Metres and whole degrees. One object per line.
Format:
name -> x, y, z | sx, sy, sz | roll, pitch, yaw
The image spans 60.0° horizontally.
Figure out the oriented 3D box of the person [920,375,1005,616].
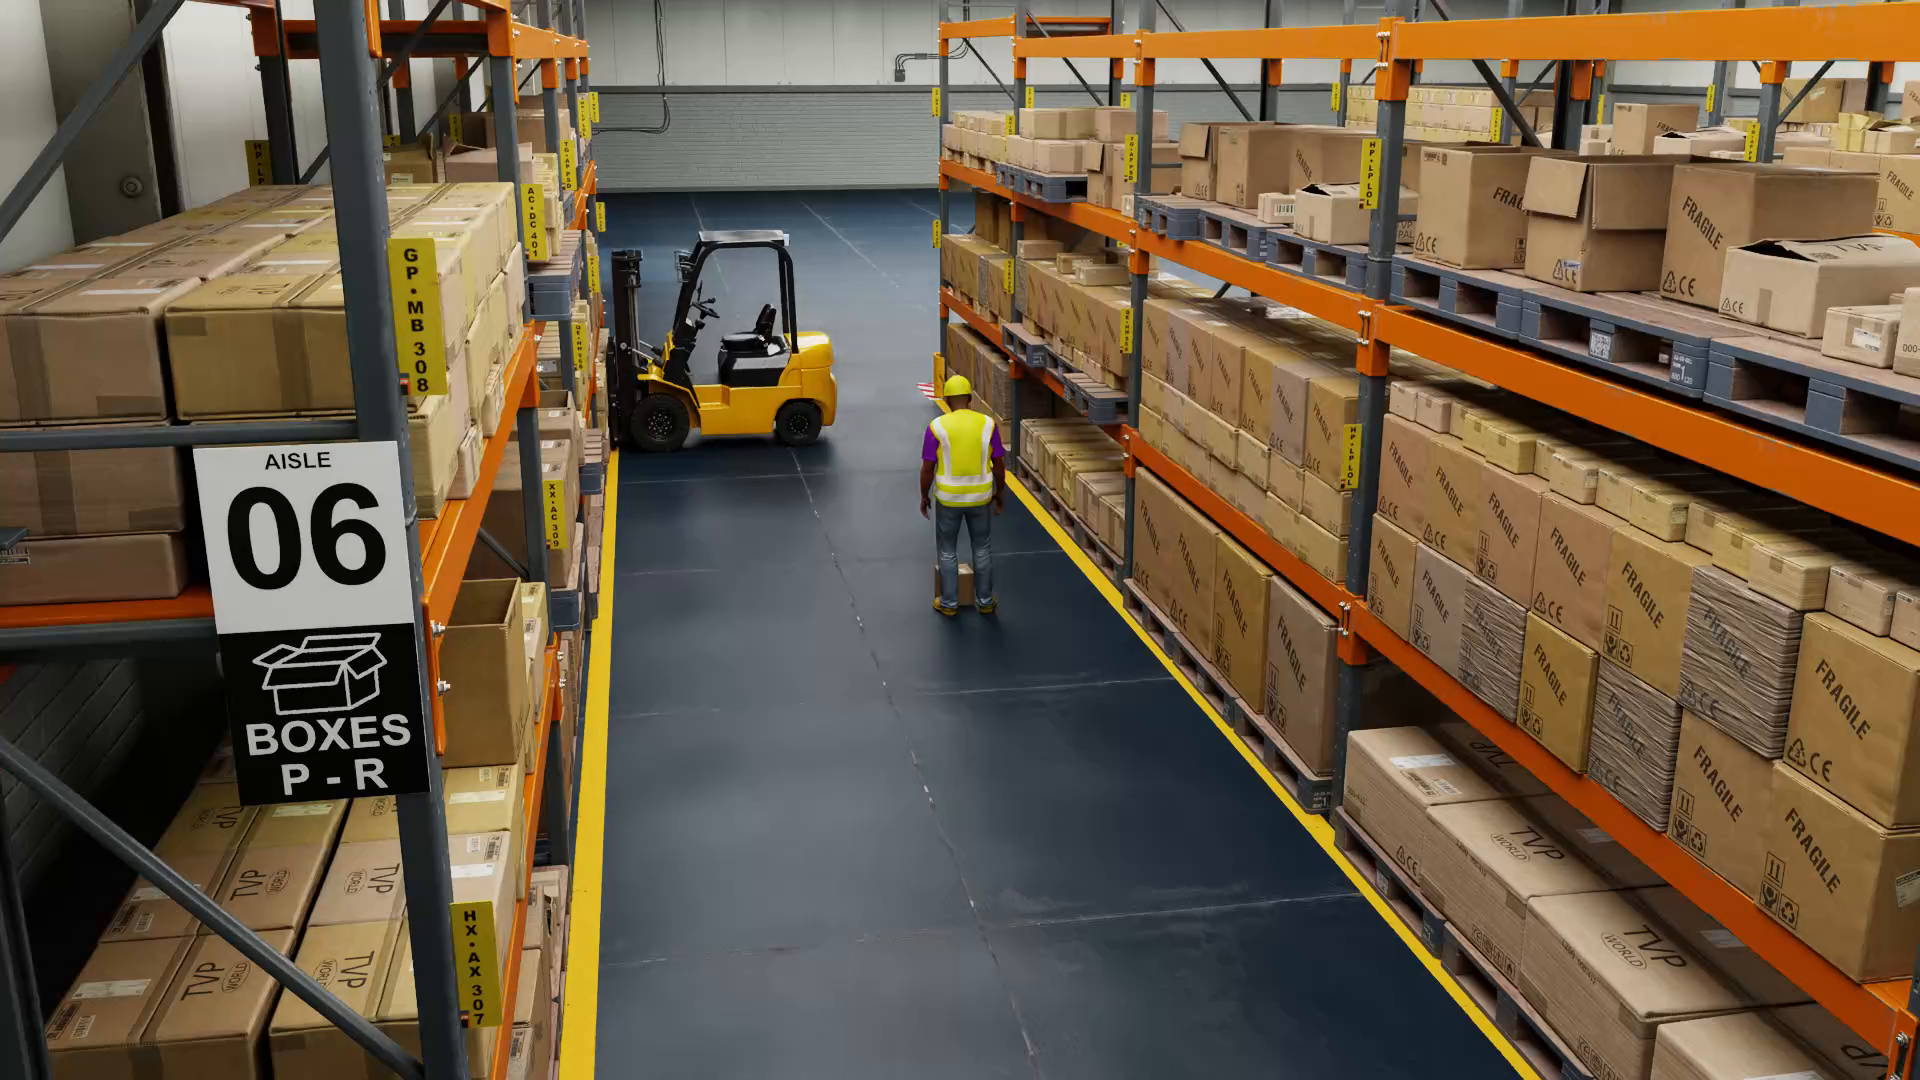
person -> 0.018, -0.321, 12.105 | 0.628, 1.760, 0.459 | -3, 17, -10
